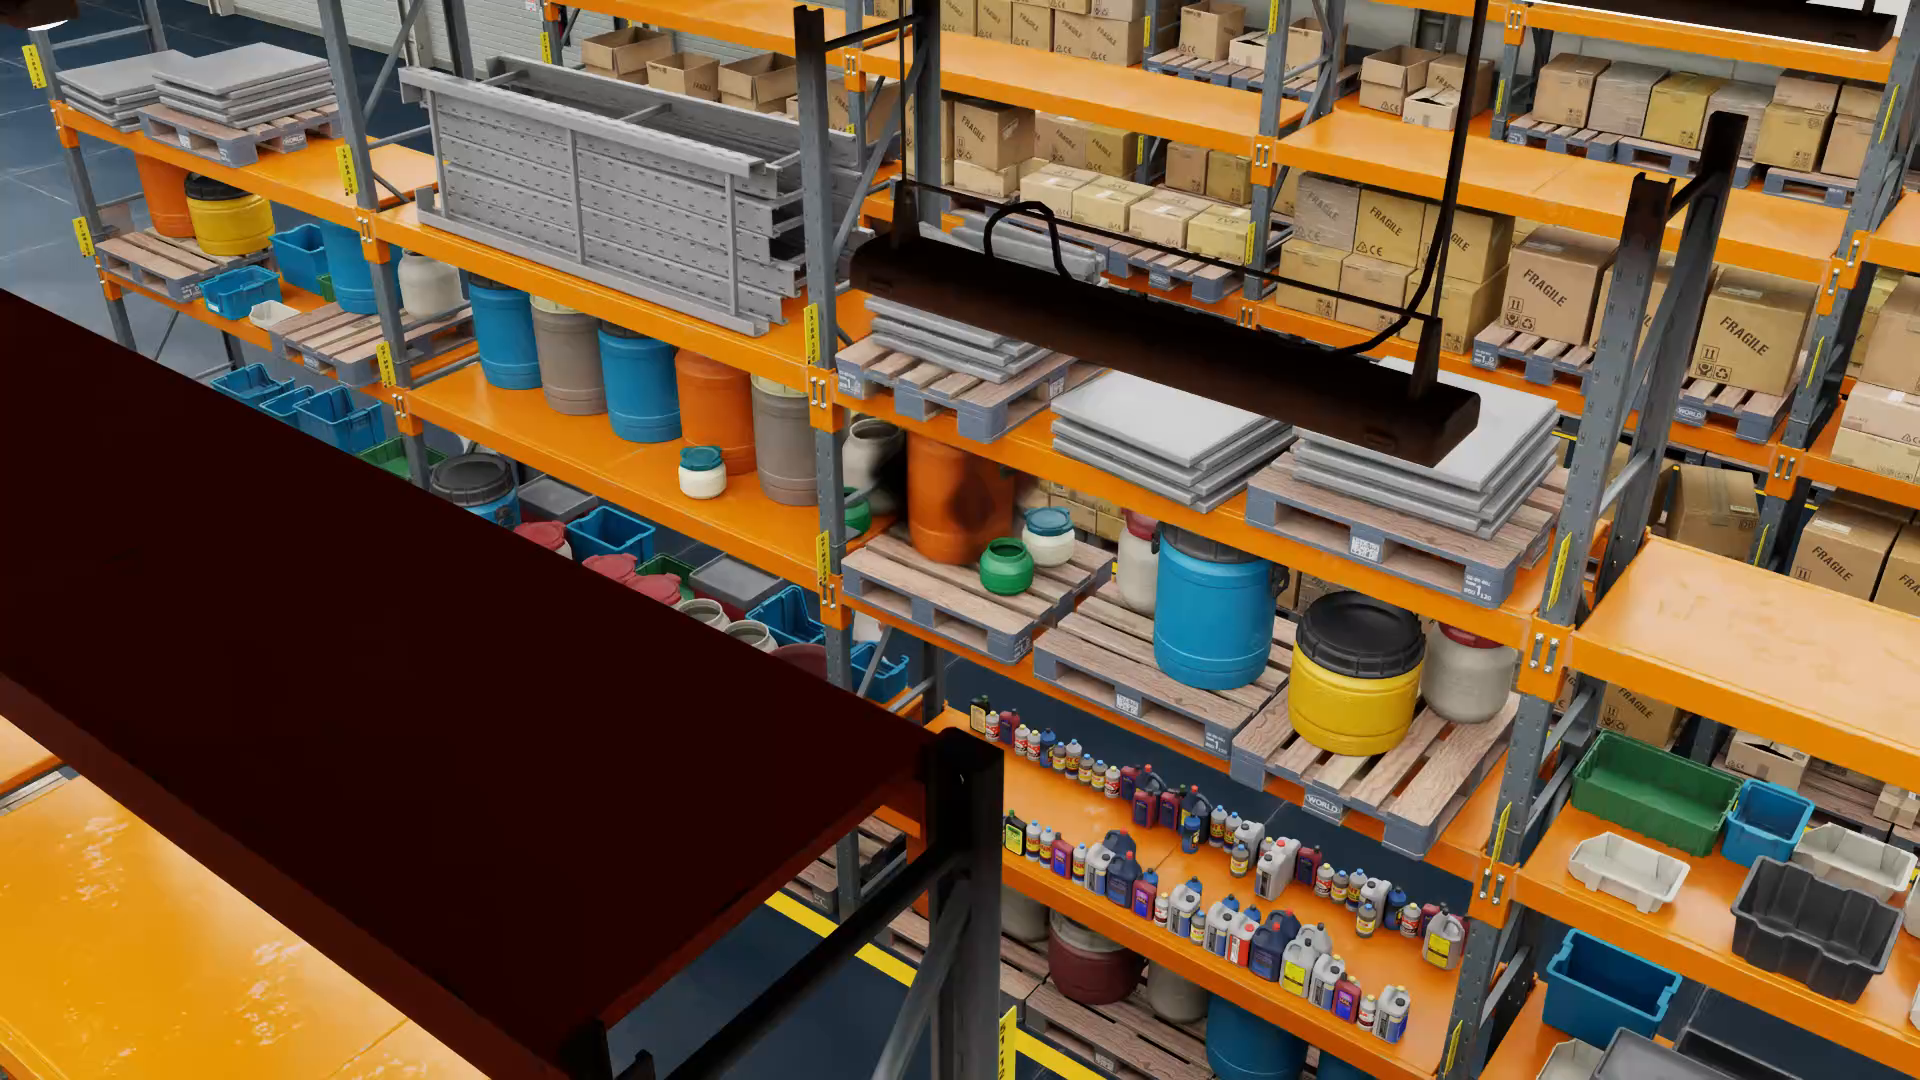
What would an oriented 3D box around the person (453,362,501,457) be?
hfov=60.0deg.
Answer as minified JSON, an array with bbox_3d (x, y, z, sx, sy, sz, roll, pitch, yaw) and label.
[{"bbox_3d":[-4.357,-0.896,15.167,0.518,1.746,0.484,-2,32,-4],"label":"person"}]

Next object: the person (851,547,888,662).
[{"bbox_3d":[-0.755,0.504,12.796,0.445,1.794,0.647,-21,37,-31],"label":"person"}]
